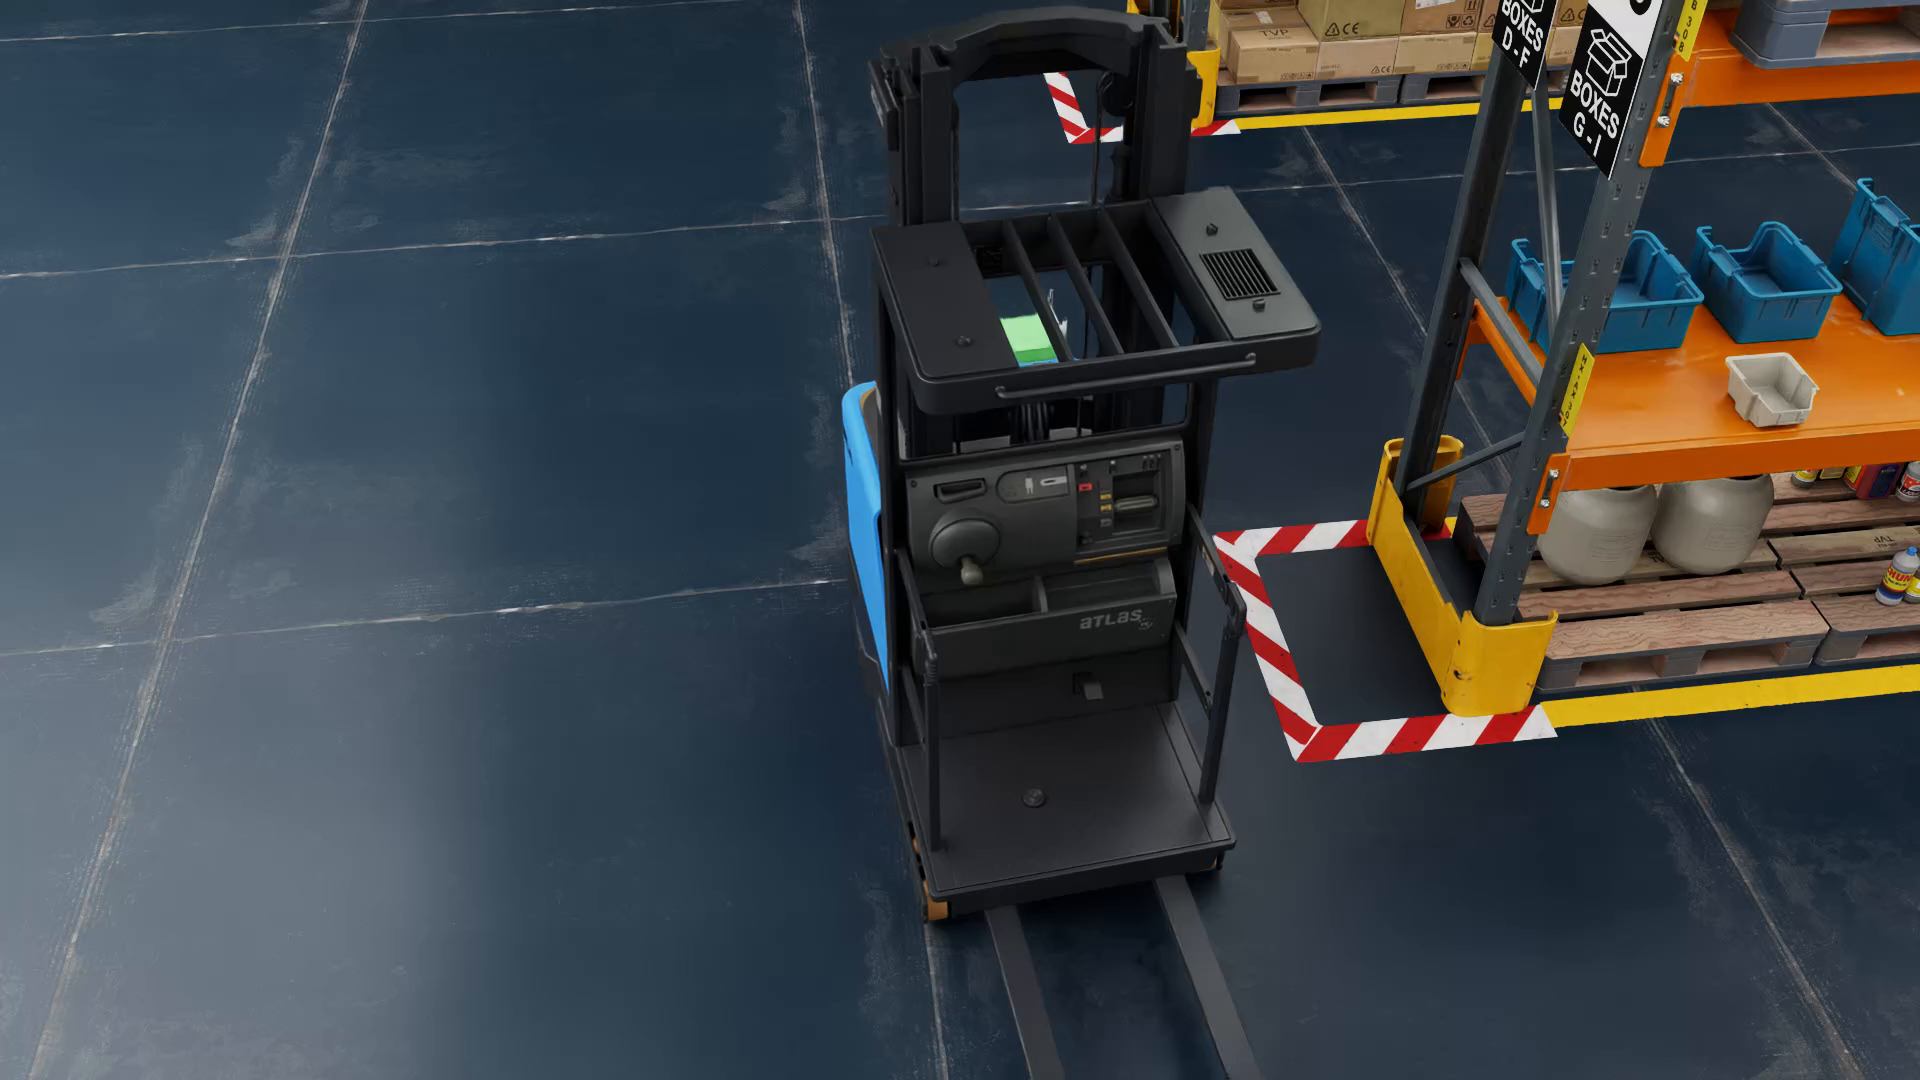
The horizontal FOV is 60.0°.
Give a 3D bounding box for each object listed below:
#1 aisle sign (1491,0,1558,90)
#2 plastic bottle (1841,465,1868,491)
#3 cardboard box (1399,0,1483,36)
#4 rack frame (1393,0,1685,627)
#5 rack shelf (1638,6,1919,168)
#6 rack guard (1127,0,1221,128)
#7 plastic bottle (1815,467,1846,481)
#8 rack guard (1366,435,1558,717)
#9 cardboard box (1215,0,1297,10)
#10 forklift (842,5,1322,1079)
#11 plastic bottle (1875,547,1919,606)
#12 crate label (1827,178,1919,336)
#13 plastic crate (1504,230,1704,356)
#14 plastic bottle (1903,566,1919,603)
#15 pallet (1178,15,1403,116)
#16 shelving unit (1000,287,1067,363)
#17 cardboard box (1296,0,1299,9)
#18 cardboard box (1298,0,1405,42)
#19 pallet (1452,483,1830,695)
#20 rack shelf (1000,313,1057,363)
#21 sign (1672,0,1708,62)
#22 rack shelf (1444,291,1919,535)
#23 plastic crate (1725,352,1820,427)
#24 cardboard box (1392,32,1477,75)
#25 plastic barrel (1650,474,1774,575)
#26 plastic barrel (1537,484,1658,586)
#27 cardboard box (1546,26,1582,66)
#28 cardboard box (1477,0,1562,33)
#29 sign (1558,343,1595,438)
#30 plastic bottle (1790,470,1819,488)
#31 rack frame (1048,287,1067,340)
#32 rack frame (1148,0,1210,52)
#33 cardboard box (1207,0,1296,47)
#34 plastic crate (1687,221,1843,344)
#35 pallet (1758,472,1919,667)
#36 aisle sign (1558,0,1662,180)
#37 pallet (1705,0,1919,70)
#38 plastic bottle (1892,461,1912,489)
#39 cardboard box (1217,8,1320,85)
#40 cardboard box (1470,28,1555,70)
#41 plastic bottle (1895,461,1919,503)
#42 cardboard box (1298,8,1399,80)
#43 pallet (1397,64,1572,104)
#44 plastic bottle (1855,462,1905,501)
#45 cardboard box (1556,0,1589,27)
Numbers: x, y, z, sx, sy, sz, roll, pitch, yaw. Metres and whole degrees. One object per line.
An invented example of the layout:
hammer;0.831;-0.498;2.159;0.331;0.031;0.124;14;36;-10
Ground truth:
aisle sign;1.886;-1.918;5.412;0.004;0.787;0.394;-5;42;-6
plastic bottle;4.014;-0.368;7.339;0.135;0.276;0.152;-5;42;-5
cardboard box;2.908;-3.461;10.242;0.500;0.500;0.500;-5;42;-6
rack frame;1.996;-0.762;6.071;0.127;3.000;1.000;-5;42;-6
rack shelf;3.979;-1.783;5.499;4.000;0.370;1.077;-5;42;-6
rack guard;1.334;-3.122;10.553;0.348;0.500;1.175;-5;42;-6
plastic bottle;3.874;-0.390;7.357;0.133;0.283;0.061;-4;42;-4
rack guard;2.066;0.128;6.950;0.348;0.500;1.175;-5;42;-6
cardboard box;1.851;-3.710;10.518;0.500;0.500;0.500;-5;42;-6
forklift;0.335;-0.008;5.286;1.130;2.935;3.031;-8;43;-9
plastic bottle;3.835;0.137;6.782;0.097;0.271;0.097;0;42;0
crate label;3.786;-1.115;6.435;0.616;0.435;0.502;-5;42;-6
plastic crate;2.454;-0.949;6.389;0.616;0.251;0.499;-5;42;-6
plastic bottle;3.937;0.154;6.815;0.097;0.201;0.097;0;42;0
pallet;2.111;-3.111;10.756;1.213;0.211;1.003;-5;42;-6
shelving unit;0.156;-0.479;7.100;0.503;1.200;0.258;-8;43;-9
cardboard box;2.345;-3.481;10.824;0.500;0.250;0.500;-5;42;-6
cardboard box;2.414;-3.409;10.185;0.500;0.500;0.500;-5;42;-6
pallet;2.872;0.169;7.121;1.213;0.211;1.003;-5;42;-6
rack shelf;0.156;-0.788;6.822;0.480;0.148;0.258;-8;43;-9
sign;2.063;-1.514;4.657;0.005;0.325;0.100;-5;42;-6
rack shelf;3.979;-0.669;6.504;4.000;0.370;1.077;-5;42;-6
plastic crate;2.925;-0.528;6.008;0.250;0.136;0.298;-5;42;-6
cardboard box;2.910;-3.175;10.485;0.500;0.250;0.500;-5;42;-6
plastic barrel;3.136;-0.146;6.931;0.421;0.512;0.421;0;42;0
plastic barrel;2.639;-0.102;6.883;0.421;0.512;0.421;0;42;0
cardboard box;3.902;-3.259;10.578;0.500;0.250;0.500;-5;42;-6
cardboard box;3.406;-3.493;10.277;0.500;0.500;0.500;-5;42;-6
sign;2.063;-0.499;5.572;0.005;0.325;0.100;-5;42;-6
plastic bottle;3.761;-0.337;7.360;0.097;0.201;0.097;0;42;0
rack frame;0.394;-0.514;7.139;0.015;1.200;0.240;-8;43;-9
rack frame;1.358;-4.052;9.718;0.127;3.000;1.000;-5;42;-6
cardboard box;1.851;-3.430;10.767;0.500;0.250;0.500;-5;42;-6
plastic crate;3.098;-1.002;6.447;0.408;0.251;0.499;-5;42;-6
pallet;4.079;0.065;7.236;1.213;0.211;1.003;-5;42;-6
aisle sign;1.963;-1.527;4.977;0.004;0.787;0.394;-5;42;-6
pallet;2.829;-1.813;5.137;1.213;0.211;1.003;-5;42;-6
plastic bottle;4.152;-0.380;7.352;0.135;0.276;0.152;-6;42;-7
cardboard box;1.918;-3.086;10.386;0.500;0.250;0.500;-5;42;-6
cardboard box;3.406;-3.215;10.529;0.500;0.250;0.500;-5;42;-6
plastic bottle;4.186;-0.272;7.287;0.097;0.201;0.097;0;42;0
cardboard box;2.414;-3.132;10.437;0.500;0.250;0.500;-5;42;-6
pallet;3.318;-3.215;10.871;1.213;0.211;1.003;-5;42;-6
plastic bottle;4.028;-0.300;7.258;0.133;0.283;0.061;-5;42;-6
cardboard box;3.900;-3.546;10.336;0.500;0.500;0.500;-5;42;-6
